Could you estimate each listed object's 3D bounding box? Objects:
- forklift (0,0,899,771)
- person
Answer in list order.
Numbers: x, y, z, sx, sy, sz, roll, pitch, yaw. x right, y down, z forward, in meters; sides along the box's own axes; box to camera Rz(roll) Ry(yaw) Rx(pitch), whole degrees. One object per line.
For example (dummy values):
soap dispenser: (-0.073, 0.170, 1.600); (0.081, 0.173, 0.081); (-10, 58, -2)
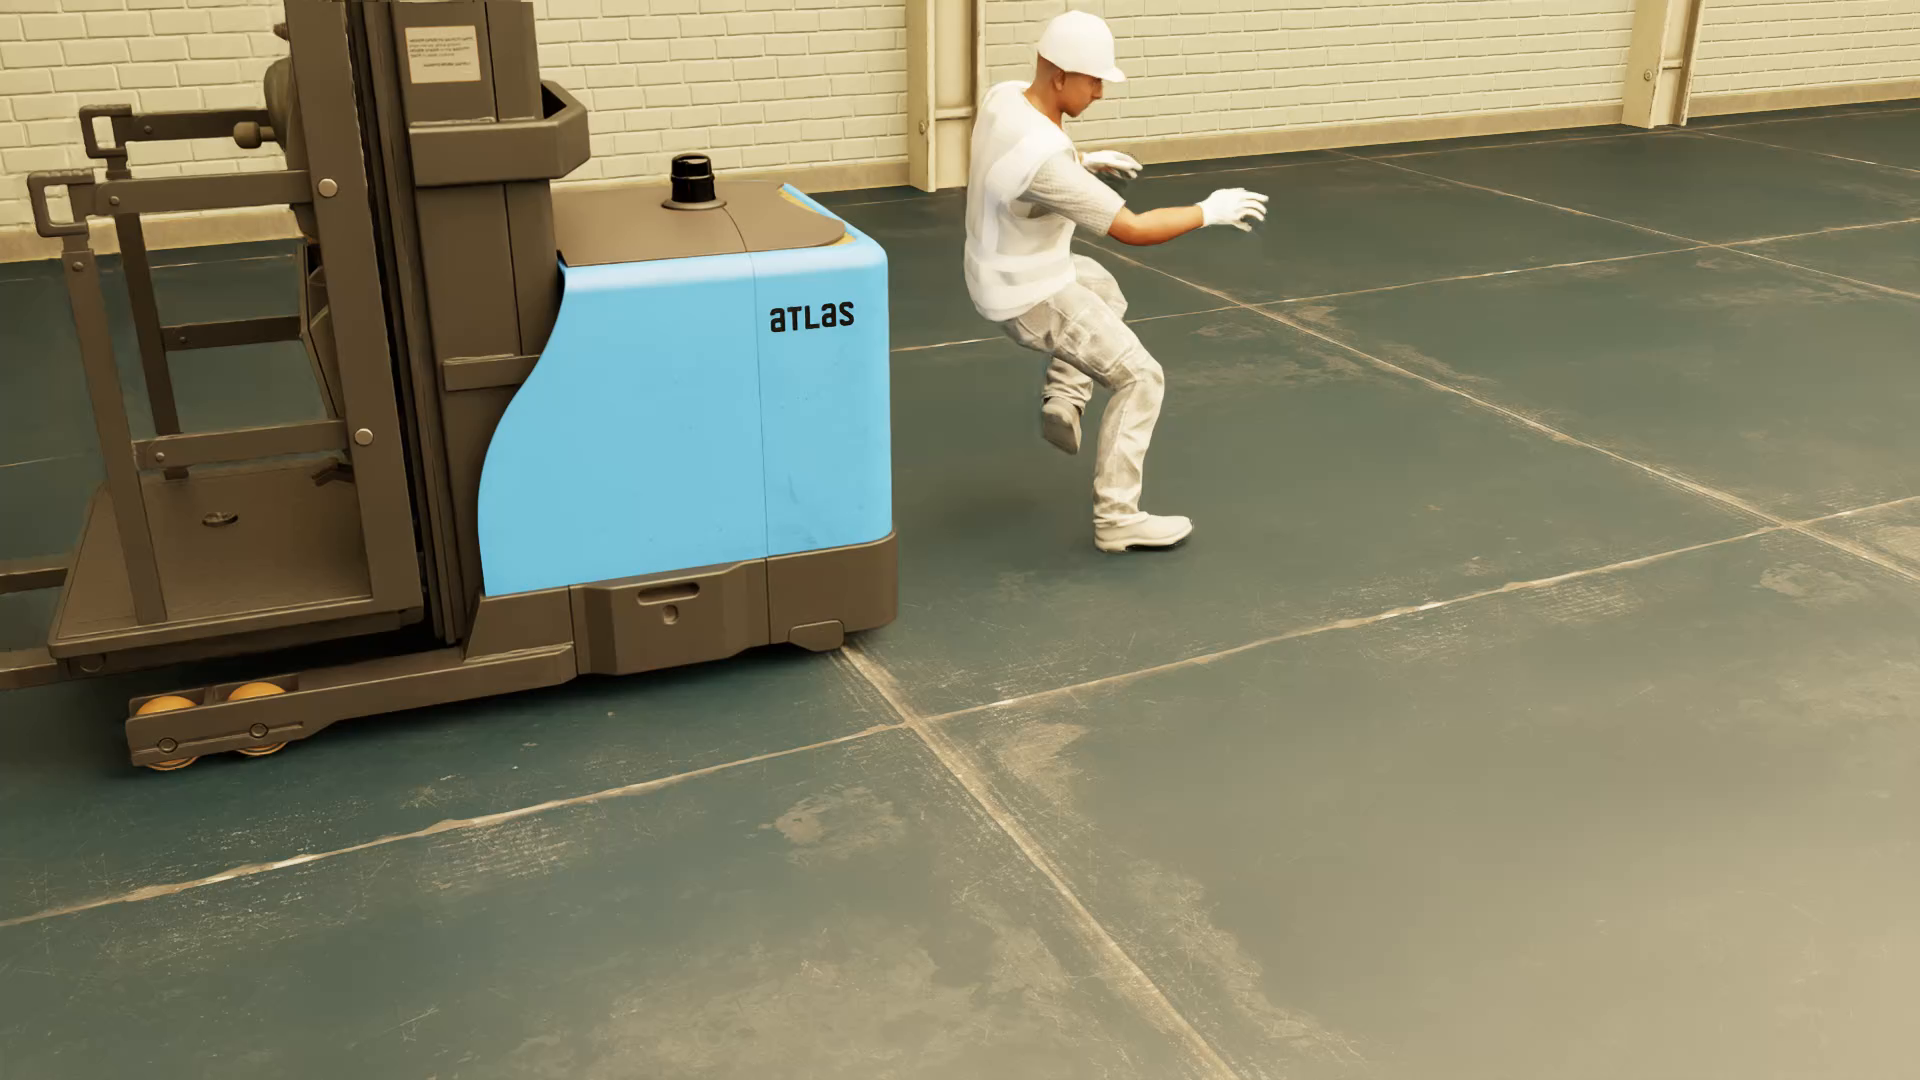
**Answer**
forklift: (-1.736, -1.052, 3.818); (3.031, 2.935, 1.130); (-8, 24, -19)
person: (0.450, -0.838, 5.126); (0.832, 1.540, 0.911); (-4, 23, -10)
